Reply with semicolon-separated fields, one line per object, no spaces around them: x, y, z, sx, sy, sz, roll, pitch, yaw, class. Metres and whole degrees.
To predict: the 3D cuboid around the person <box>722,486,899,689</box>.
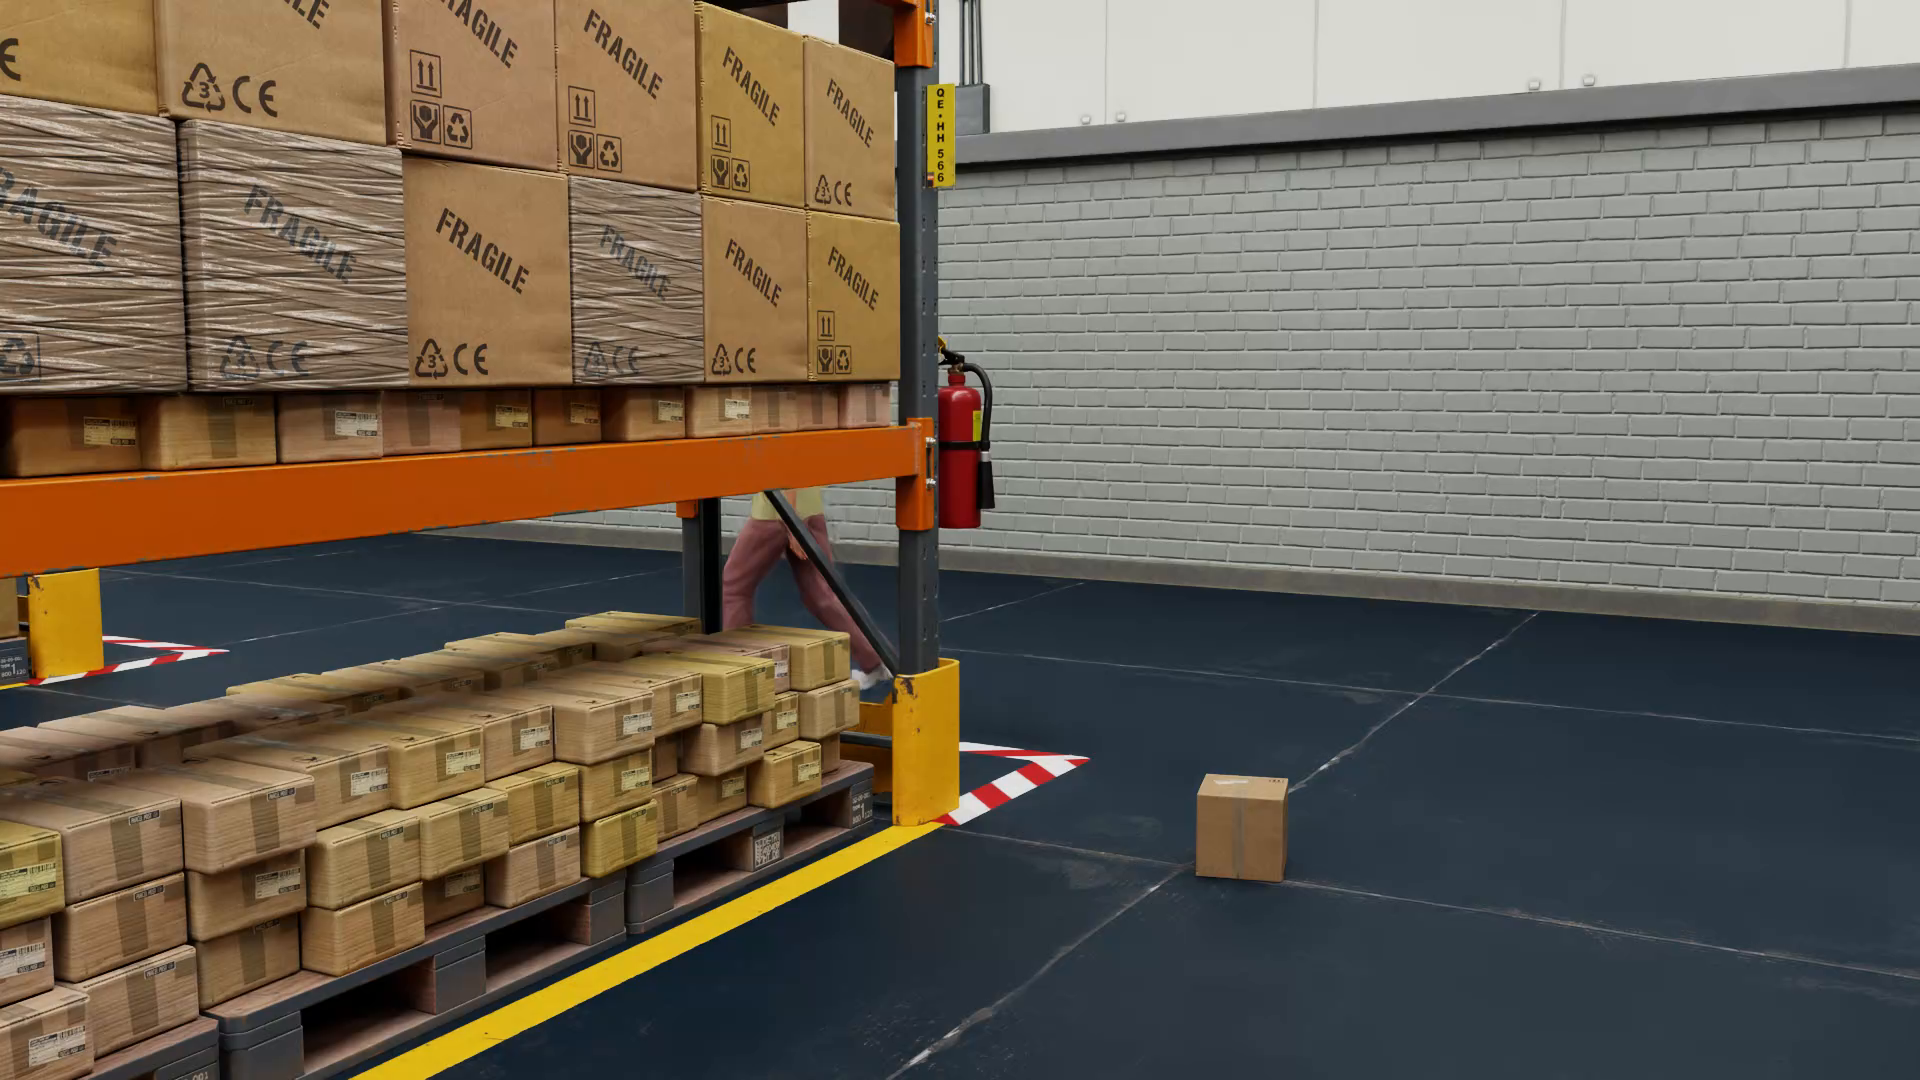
-0.751;-0.093;7.269;1.047;1.616;0.452;3;7;28;person
